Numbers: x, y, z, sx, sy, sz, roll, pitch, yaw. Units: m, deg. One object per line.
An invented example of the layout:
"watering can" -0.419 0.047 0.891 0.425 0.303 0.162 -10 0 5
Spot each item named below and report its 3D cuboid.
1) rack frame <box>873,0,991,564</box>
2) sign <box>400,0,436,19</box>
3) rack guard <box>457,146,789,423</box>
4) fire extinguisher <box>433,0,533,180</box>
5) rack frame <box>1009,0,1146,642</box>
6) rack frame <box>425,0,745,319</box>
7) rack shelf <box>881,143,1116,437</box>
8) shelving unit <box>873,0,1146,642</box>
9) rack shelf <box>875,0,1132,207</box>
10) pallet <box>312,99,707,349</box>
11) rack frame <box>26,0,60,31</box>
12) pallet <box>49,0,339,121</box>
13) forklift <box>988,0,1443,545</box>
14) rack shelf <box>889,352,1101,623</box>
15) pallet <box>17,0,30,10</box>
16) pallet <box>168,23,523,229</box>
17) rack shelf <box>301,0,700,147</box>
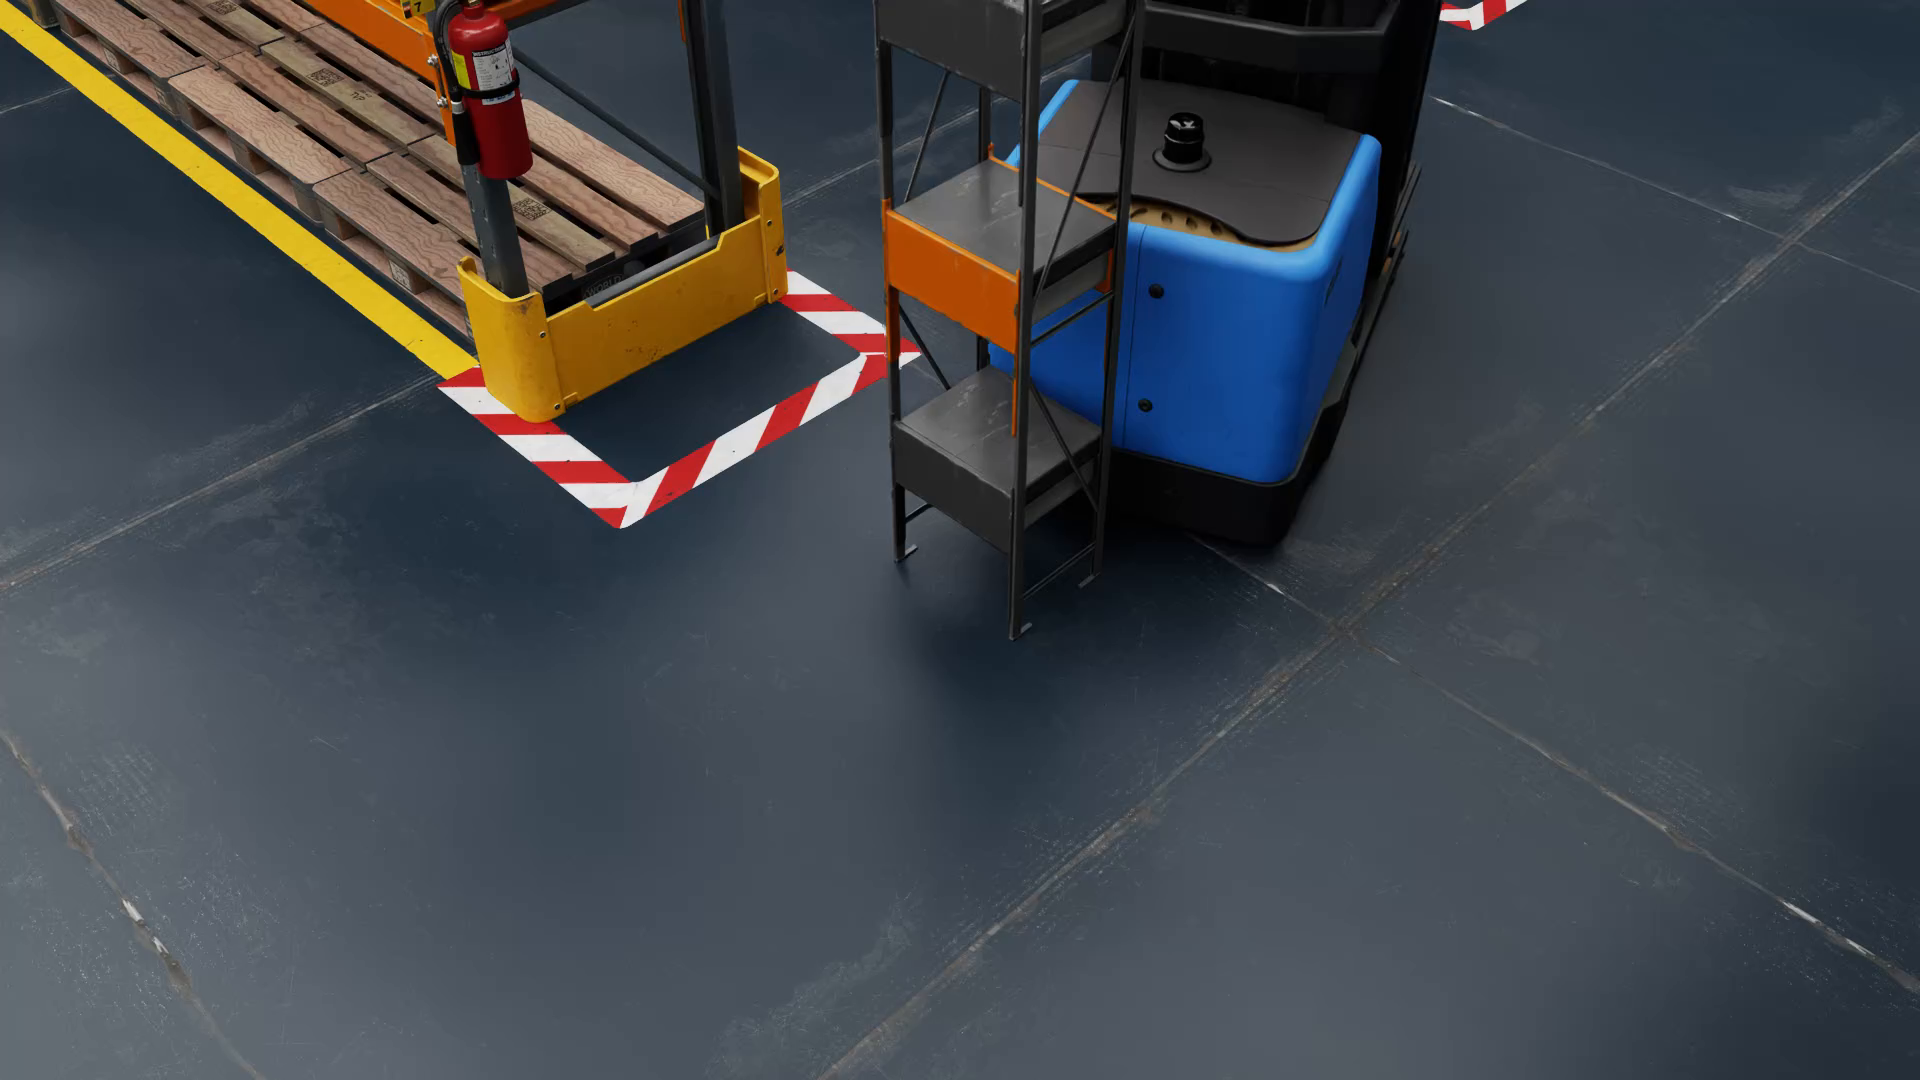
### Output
"rack frame" -0.061 -0.799 4.568 0.015 2.100 0.400 33 52 31
"sign" -1.559 -1.638 4.693 0.100 0.325 0.005 -34 53 -31
"rack guard" -1.155 -0.927 5.884 1.175 0.500 0.348 -34 53 -31
"fire extinguisher" -1.396 -1.394 4.880 0.296 0.674 0.183 -34 53 -31
"rack frame" 0.290 -0.569 4.318 0.015 2.100 0.400 33 52 31
"rack frame" -1.181 -1.850 5.042 1.000 3.000 0.127 -34 53 -31
"rack shelf" 0.114 -0.674 4.452 0.480 0.518 0.431 33 52 31
"shelving unit" 0.114 -0.684 4.443 0.503 2.100 0.431 33 52 31
"rack shelf" 0.114 -1.189 3.978 0.480 0.518 0.431 33 52 31
"pallet" -1.736 -1.241 6.437 1.003 0.211 1.213 -34 53 -31
"rack frame" -4.005 -3.772 7.122 1.000 3.000 0.127 -34 53 -31
"pallet" -3.459 -2.413 7.706 1.003 0.211 1.213 -34 53 -31
"forklift" 1.061 -2.073 5.333 1.130 2.935 3.031 15 45 16
"rack shelf" 0.115 -0.160 4.927 0.480 0.518 0.431 33 52 31
"pallet" -4.521 -3.139 8.491 1.003 0.211 1.213 -34 53 -31
"pallet" -2.593 -1.827 7.071 1.003 0.211 1.213 -34 53 -31
"rack shelf" -2.593 -2.547 6.326 1.077 0.370 4.000 -34 53 -31
